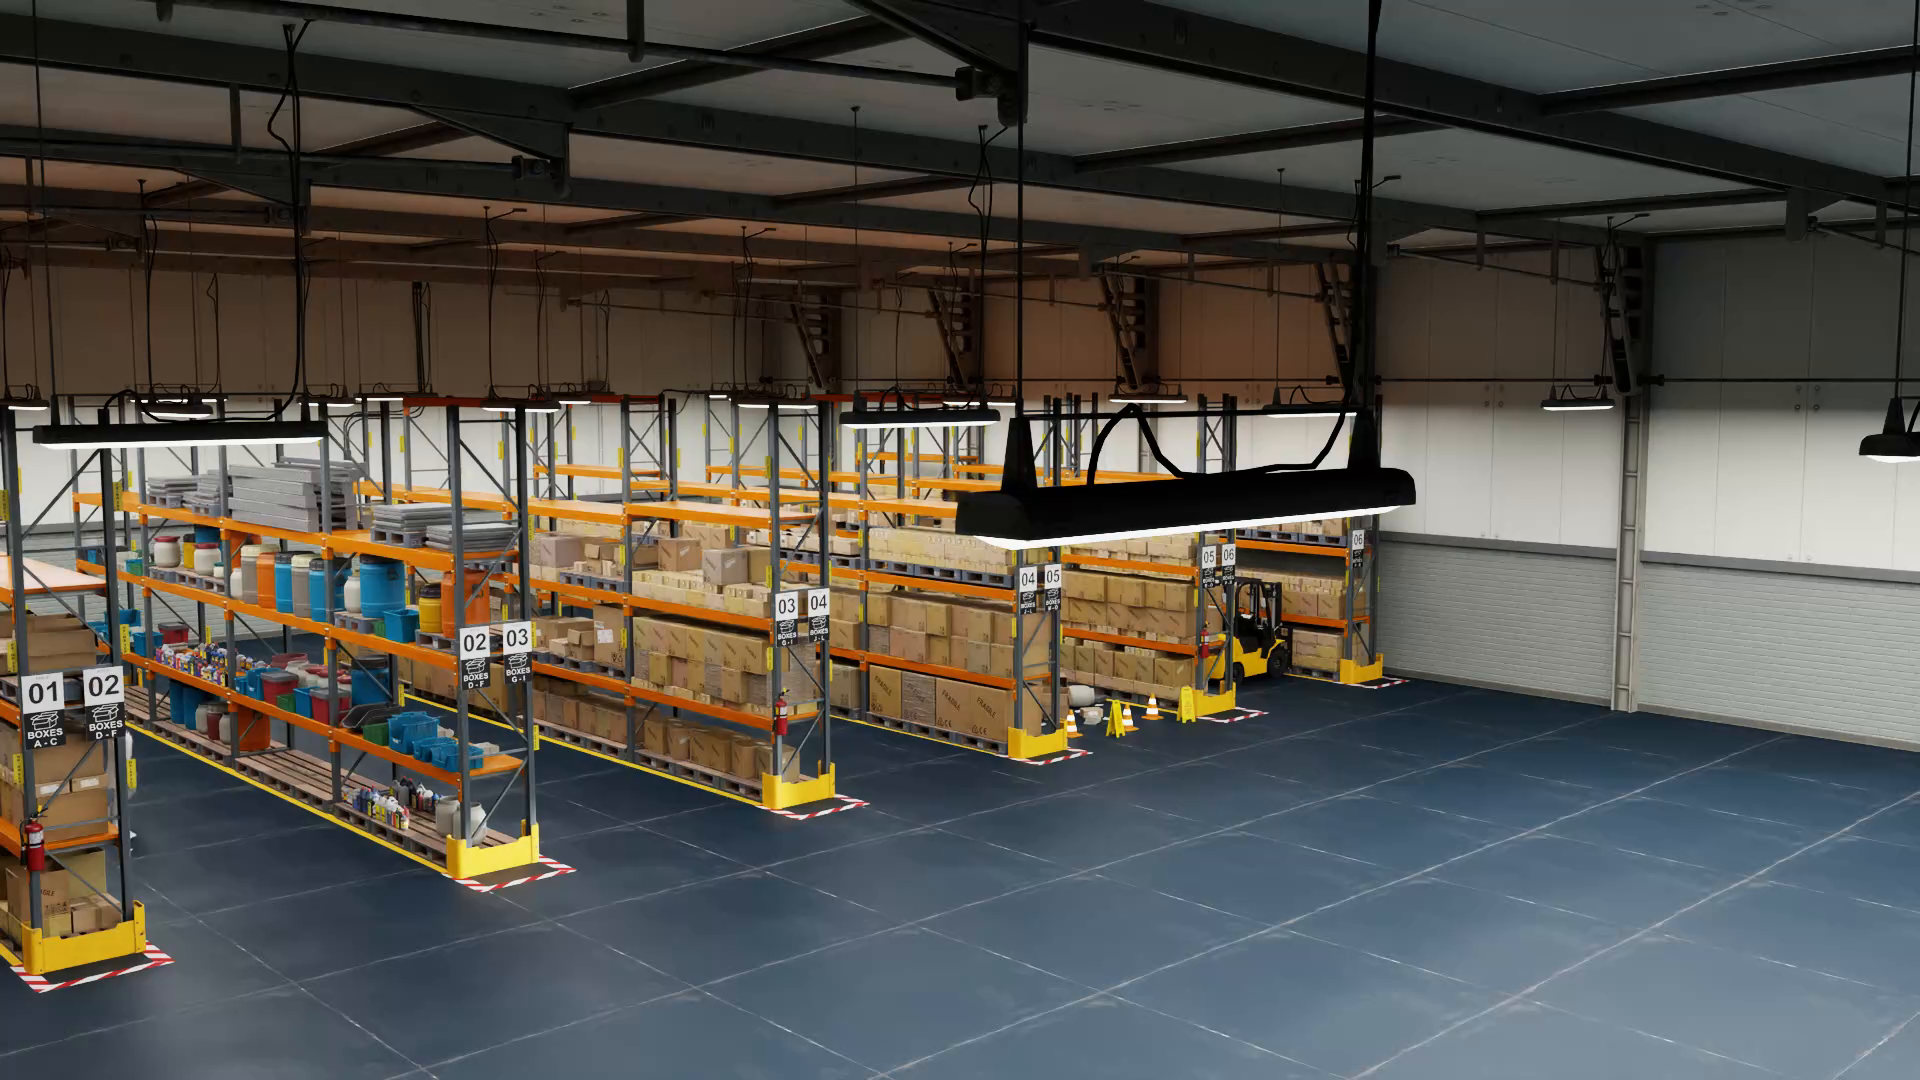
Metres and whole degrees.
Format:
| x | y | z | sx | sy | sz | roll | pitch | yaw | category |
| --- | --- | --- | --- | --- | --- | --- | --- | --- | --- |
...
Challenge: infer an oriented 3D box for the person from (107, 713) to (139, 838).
| x | y | z | sx | sy | sz | roll | pitch | yaw | category |
| --- | --- | --- | --- | --- | --- | --- | --- | --- | --- |
| -11.690 | 3.208 | 23.050 | 0.515 | 1.777 | 0.718 | -2 | 6 | -22 | person |

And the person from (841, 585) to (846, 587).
| x | y | z | sx | sy | sz | roll | pitch | yaw | category |
| --- | --- | --- | --- | --- | --- | --- | --- | --- | --- |
| -2.427 | 1.832 | 34.440 | 0.613 | 1.795 | 0.633 | -2 | 6 | -24 | person |
